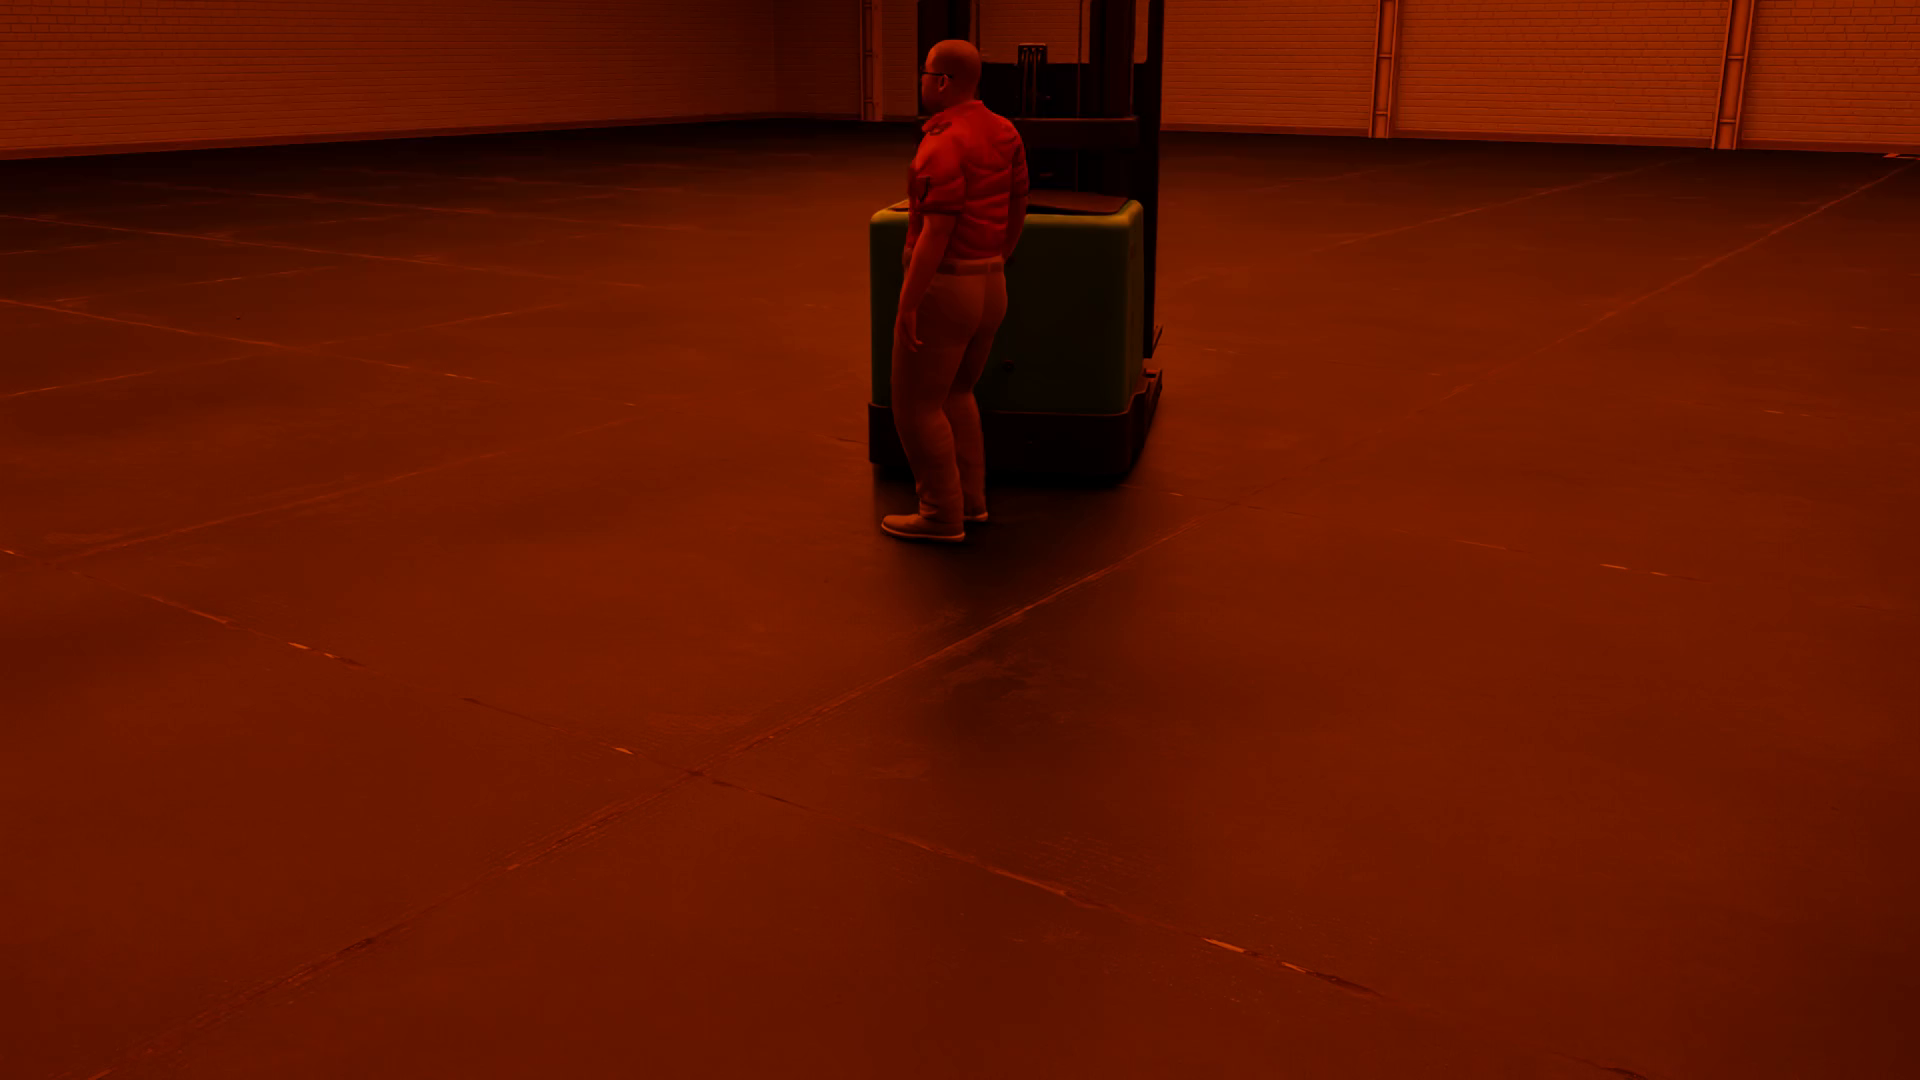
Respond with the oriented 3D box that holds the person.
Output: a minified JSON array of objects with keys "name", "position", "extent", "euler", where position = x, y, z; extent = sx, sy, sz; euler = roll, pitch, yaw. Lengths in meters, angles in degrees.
[{"name":"person","position":[-0.079,-0.841,5.769],"extent":[0.494,1.717,0.659],"euler":[10,20,31]}]

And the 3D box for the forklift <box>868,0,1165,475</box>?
[{"name":"forklift","position":[0.396,-2.039,7.650],"extent":[1.130,2.935,3.031],"euler":[3,17,10]}]
